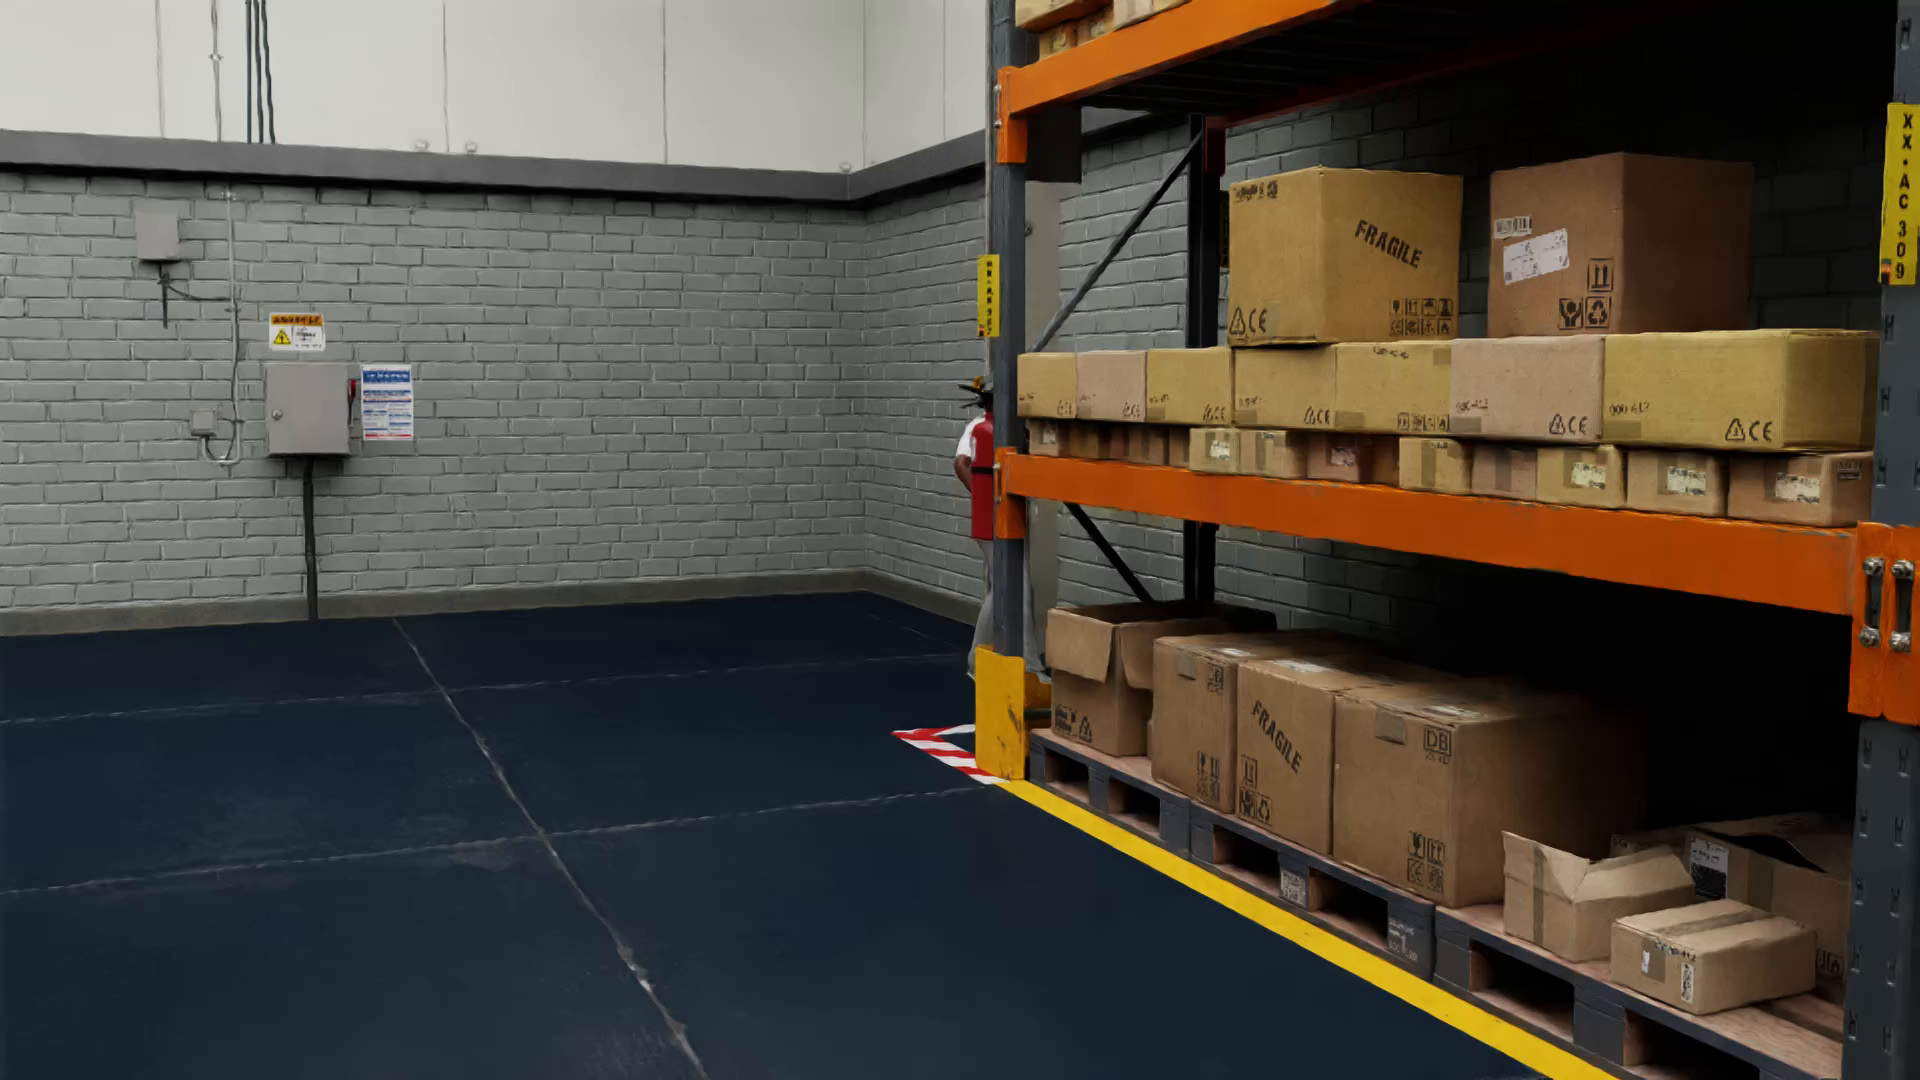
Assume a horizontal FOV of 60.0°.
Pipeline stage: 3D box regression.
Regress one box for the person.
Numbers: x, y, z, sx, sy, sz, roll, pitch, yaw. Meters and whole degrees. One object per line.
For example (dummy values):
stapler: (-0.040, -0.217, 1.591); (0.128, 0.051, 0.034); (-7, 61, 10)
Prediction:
person: (0.324, -0.042, 8.496); (0.739, 1.702, 0.691); (2, 6, 23)
